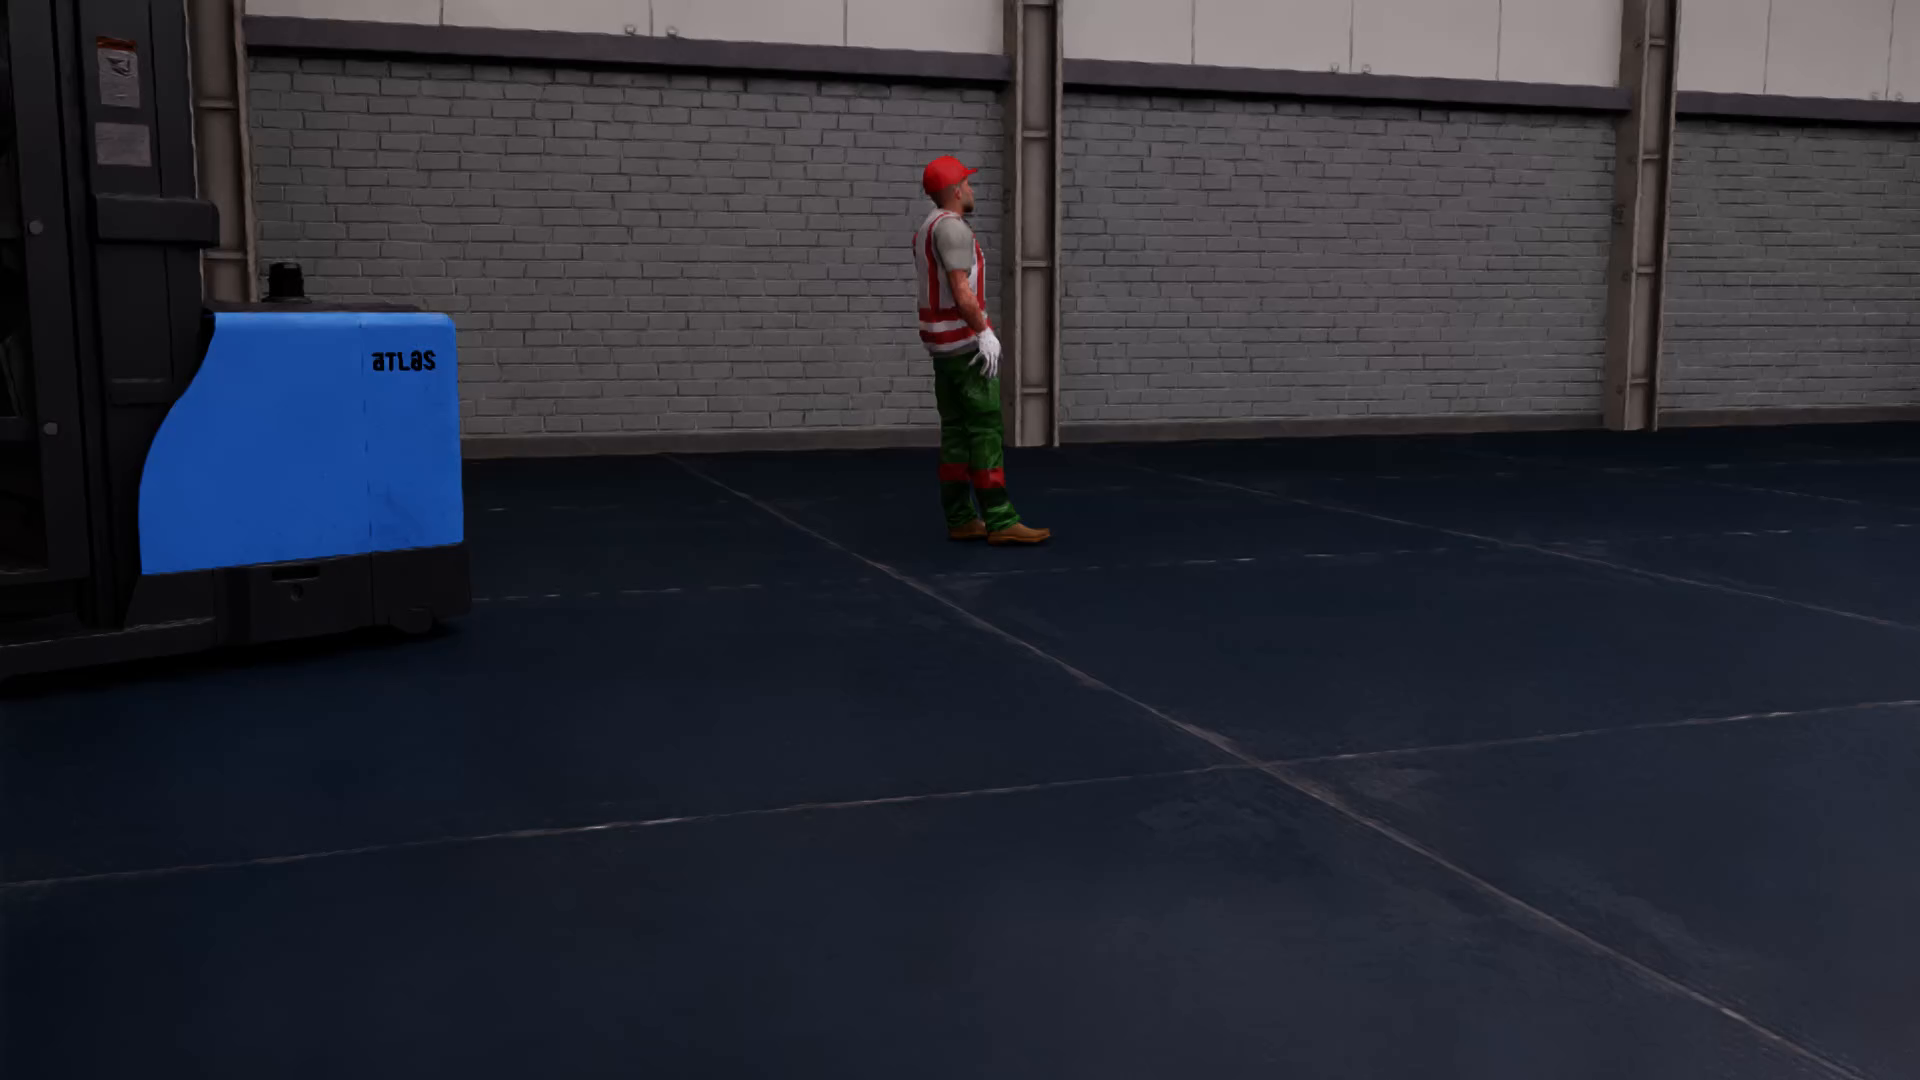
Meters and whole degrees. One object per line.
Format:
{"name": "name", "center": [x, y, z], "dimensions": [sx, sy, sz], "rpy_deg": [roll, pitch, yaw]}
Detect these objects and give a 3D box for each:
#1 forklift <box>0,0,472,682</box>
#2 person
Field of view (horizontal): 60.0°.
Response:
{"name": "forklift", "center": [-3.071, -1.050, 4.769], "dimensions": [3.031, 2.935, 1.130], "rpy_deg": [-7, 11, -43]}
{"name": "person", "center": [0.080, -0.895, 7.817], "dimensions": [0.563, 1.787, 0.637], "rpy_deg": [-3, 8, -18]}
